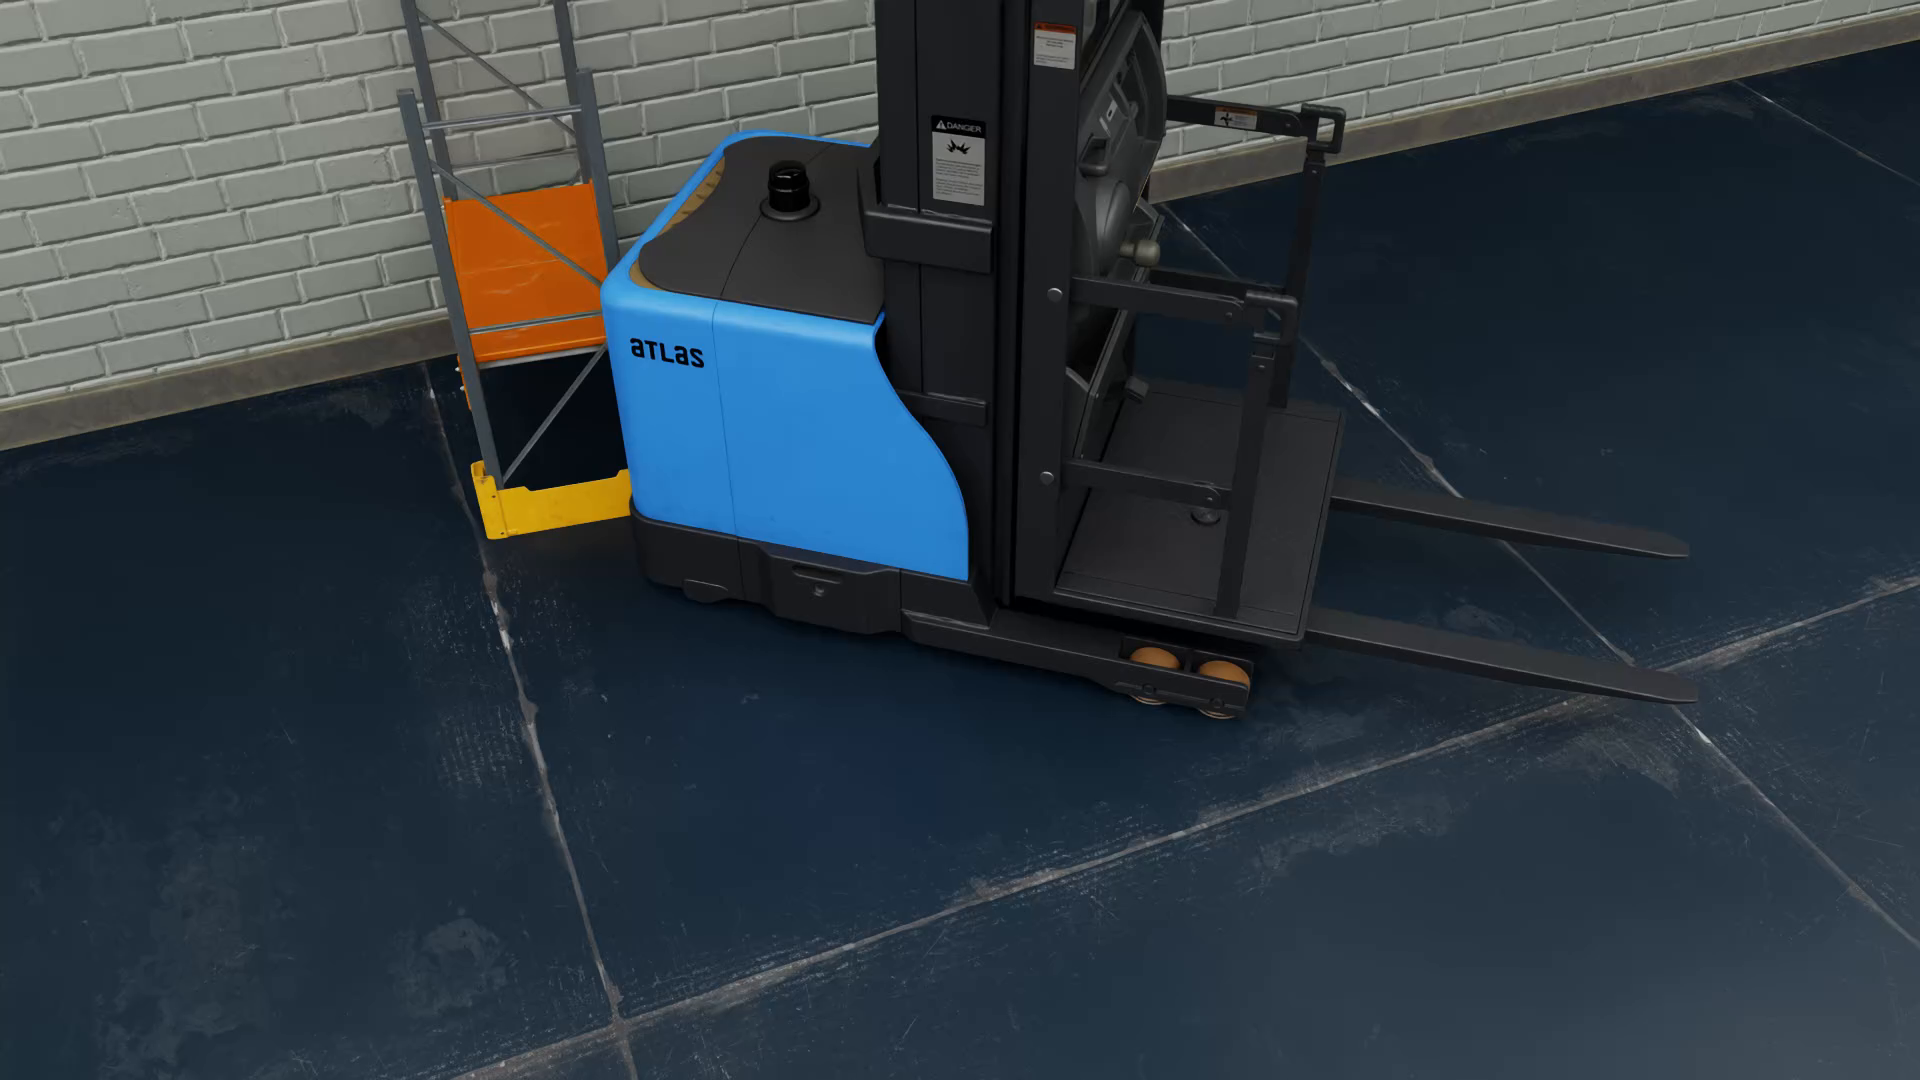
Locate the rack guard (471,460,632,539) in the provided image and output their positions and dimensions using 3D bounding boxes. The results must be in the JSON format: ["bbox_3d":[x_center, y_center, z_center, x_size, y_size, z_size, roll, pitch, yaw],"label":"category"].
[{"bbox_3d":[-1.221,-0.171,5.257,0.587,0.250,0.087,-10,42,-12],"label":"rack guard"}]

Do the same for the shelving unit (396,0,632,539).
[{"bbox_3d":[-1.356,-0.957,5.213,0.587,1.500,1.083,-10,42,-12],"label":"shelving unit"}]

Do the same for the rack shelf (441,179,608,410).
[{"bbox_3d":[-1.353,-0.815,5.324,0.538,0.185,1.000,-10,42,-12],"label":"rack shelf"}]

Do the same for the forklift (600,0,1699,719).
[{"bbox_3d":[0.598,-0.998,4.162,3.031,2.935,1.130,11,42,12],"label":"forklift"}]

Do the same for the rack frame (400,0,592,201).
[{"bbox_3d":[-1.492,-1.271,5.577,0.500,1.500,0.032,-10,42,-12],"label":"rack frame"}]

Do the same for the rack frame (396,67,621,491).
[{"bbox_3d":[-1.215,-0.633,4.836,0.500,1.500,0.032,-10,42,-12],"label":"rack frame"}]
